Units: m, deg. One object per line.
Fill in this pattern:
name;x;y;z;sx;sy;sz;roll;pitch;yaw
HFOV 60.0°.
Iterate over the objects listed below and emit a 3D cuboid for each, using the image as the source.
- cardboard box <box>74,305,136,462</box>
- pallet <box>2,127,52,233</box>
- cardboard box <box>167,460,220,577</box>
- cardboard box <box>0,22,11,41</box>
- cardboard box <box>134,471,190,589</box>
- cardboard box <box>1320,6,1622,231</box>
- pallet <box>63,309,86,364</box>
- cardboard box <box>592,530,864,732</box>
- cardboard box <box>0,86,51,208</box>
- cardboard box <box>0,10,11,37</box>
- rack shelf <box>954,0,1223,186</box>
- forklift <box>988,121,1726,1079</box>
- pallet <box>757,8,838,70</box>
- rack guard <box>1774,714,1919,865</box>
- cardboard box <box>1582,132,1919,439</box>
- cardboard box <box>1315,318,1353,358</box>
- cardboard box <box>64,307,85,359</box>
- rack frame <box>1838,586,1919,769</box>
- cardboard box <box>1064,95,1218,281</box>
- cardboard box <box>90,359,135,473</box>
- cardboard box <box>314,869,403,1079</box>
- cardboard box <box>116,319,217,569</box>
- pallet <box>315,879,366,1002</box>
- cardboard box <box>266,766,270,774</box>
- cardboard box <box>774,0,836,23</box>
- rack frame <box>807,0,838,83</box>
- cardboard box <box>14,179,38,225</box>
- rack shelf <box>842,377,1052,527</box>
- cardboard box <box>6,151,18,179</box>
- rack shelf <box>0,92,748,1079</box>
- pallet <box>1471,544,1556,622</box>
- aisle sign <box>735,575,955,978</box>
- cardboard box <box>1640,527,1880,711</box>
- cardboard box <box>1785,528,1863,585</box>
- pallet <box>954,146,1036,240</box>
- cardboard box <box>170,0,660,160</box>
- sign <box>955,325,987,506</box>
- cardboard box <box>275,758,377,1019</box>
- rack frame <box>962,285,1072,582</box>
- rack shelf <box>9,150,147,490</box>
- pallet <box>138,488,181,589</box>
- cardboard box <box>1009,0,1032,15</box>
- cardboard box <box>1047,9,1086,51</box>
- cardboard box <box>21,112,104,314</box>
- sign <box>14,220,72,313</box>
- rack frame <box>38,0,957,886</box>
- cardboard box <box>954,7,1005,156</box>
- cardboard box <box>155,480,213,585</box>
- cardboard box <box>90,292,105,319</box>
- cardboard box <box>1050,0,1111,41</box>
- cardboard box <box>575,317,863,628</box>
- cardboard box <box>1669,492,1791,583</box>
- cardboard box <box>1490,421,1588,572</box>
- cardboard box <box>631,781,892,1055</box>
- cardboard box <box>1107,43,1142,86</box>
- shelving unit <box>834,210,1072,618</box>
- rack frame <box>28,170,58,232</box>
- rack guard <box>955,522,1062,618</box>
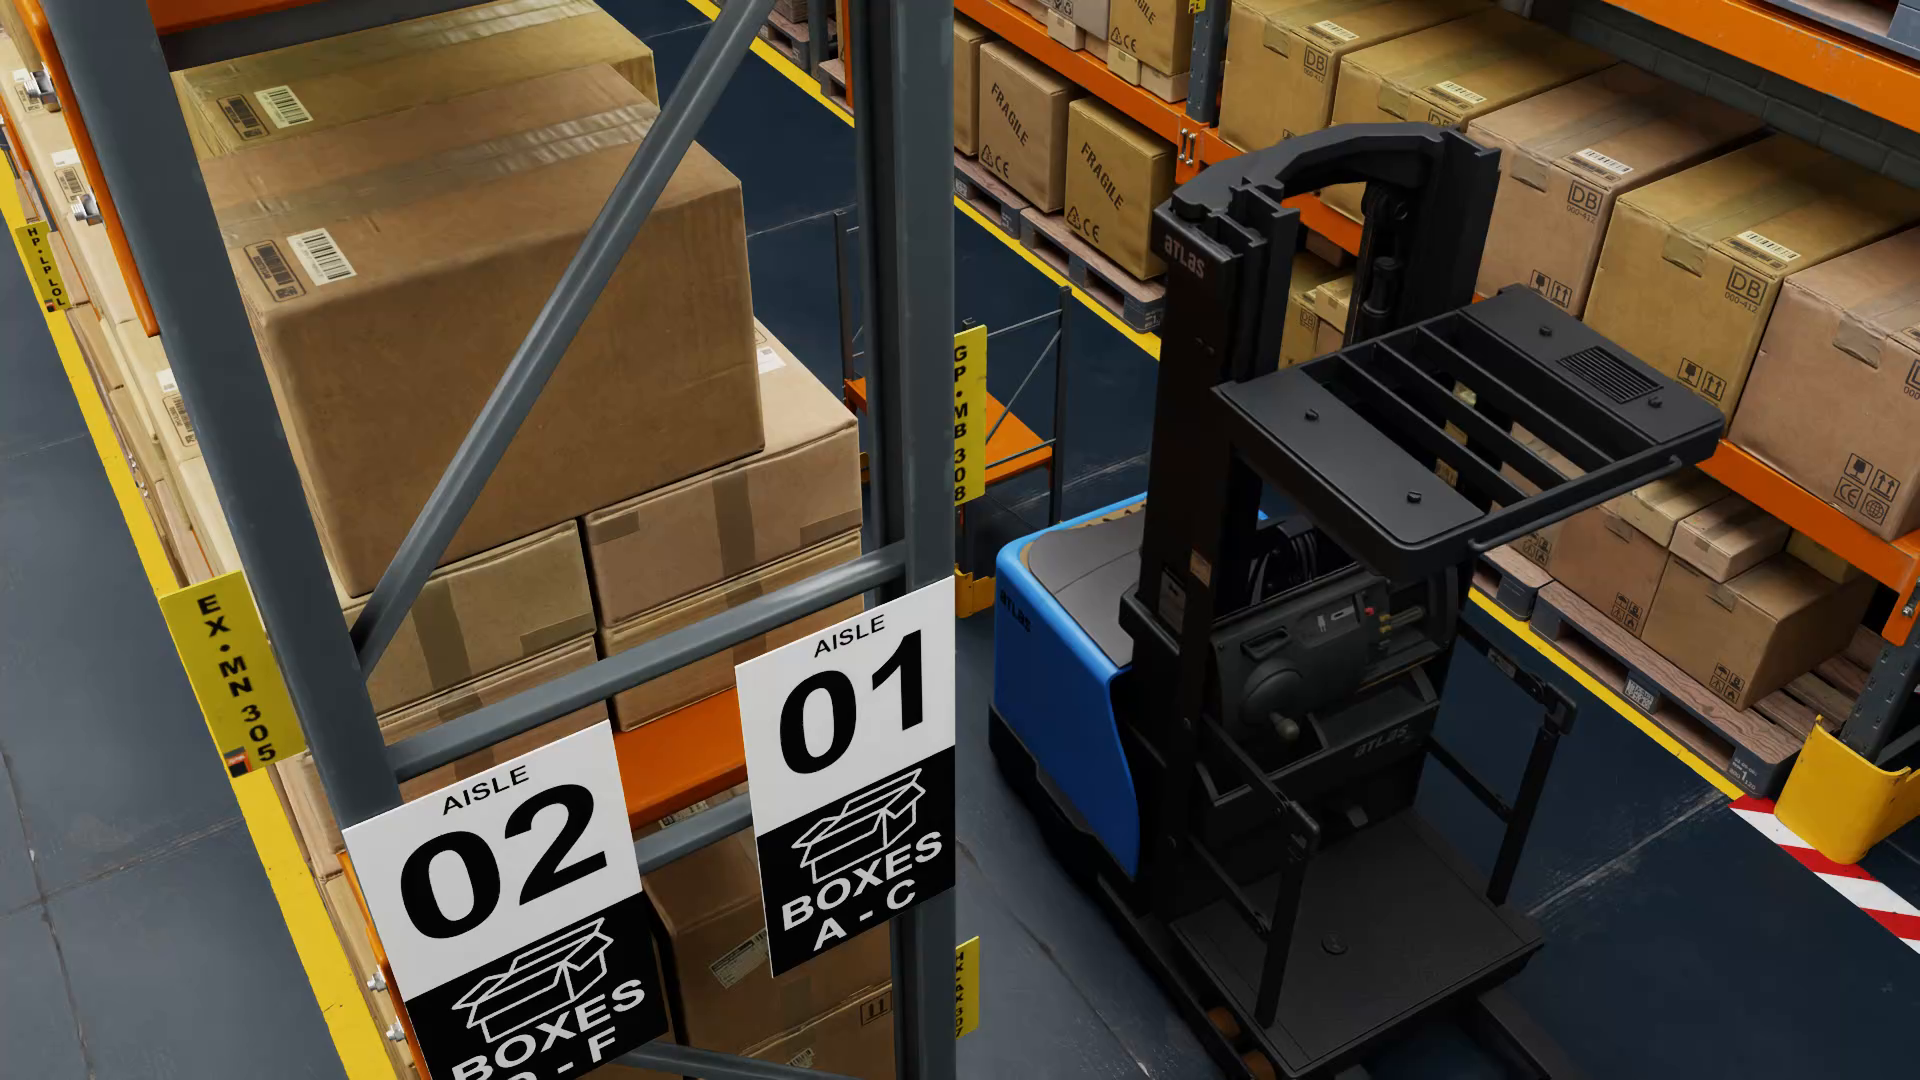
cardboard box;-2.317;-0.461;5.101;0.500;0.500;0.500;-24;45;-26
pallet;-3.712;-1.705;7.603;1.003;0.211;1.213;-22;45;-24
cardboard box;-1.218;-0.064;3.257;0.500;0.250;0.500;-22;45;-24
cardboard box;-2.288;-1.337;4.395;0.500;0.250;0.500;-22;45;-24
cardboard box;-3.118;-0.044;7.069;0.500;0.500;0.500;-22;45;-25
cardboard box;2.230;-1.796;7.328;0.980;0.700;0.700;-23;45;-25
pallet;-4.392;-1.339;9.193;1.003;0.211;1.213;-22;45;-24
cardboard box;-0.522;0.032;3.143;0.500;0.250;0.500;-22;45;-24
cardboard box;-2.293;-1.144;4.553;0.500;0.250;0.500;-22;45;-24
cardboard box;-2.168;-1.675;4.214;0.700;0.500;0.500;-22;45;-24
rack shelf;0.488;-3.178;9.783;1.077;0.370;4.000;-22;45;-24
forklift;1.274;0.393;4.989;1.130;2.935;3.031;-20;44;-22
pallet;-1.006;-3.885;12.247;1.003;0.211;1.213;-22;45;-24
rack guard;3.727;0.757;6.451;1.175;0.500;0.348;-22;45;-24
cardboard box;3.031;-0.992;6.363;0.980;0.700;0.700;-23;45;-25
cardboard box;2.147;-0.865;8.069;0.700;0.500;0.500;-23;45;-25
cardboard box;-4.206;-1.138;8.382;0.500;0.500;0.500;-23;45;-25
rack frame;3.715;-0.216;5.666;1.000;3.000;0.127;-22;45;-24
cardboard box;1.105;-2.016;9.178;0.750;0.750;0.750;-22;44;-24
cardboard box;-3.646;-0.585;7.717;0.500;0.500;0.500;-22;44;-24
cardboard box;-1.212;1.026;4.097;0.500;0.500;0.500;-22;45;-24
cardboard box;-1.220;-0.255;3.096;0.500;0.250;0.500;-22;45;-24
pallet;-1.582;1.434;5.865;1.003;0.211;1.213;-22;45;-24
cardboard box;-1.747;0.483;4.749;0.500;0.500;0.500;-23;45;-25
cardboard box;-1.018;-4.113;11.952;0.700;0.500;0.500;-22;44;-24
rack frame;-0.587;-4.534;10.848;1.000;3.000;0.127;-22;45;-24
cardboard box;-4.758;-1.691;9.046;0.500;0.500;0.500;-20;44;-23
rack shelf;-0.046;-0.484;7.440;0.538;0.185;1.000;-22;45;-24
cardboard box;-5.251;-2.345;9.603;0.500;0.311;0.500;-21;44;-23
rack shelf;-1.535;-0.464;4.183;1.077;0.370;4.000;-22;45;-24
pallet;2.567;-0.207;7.834;1.003;0.211;1.213;-22;45;-24
aisle sign;-0.176;0.428;2.862;0.394;0.787;0.004;-22;45;-24
cardboard box;3.254;0.240;6.744;0.700;0.500;0.500;-22;45;-24
cardboard box;3.490;-0.011;6.538;0.380;0.149;0.250;-22;45;-24
pallet;0.425;-2.353;10.409;1.003;0.211;1.213;-22;45;-24
cardboard box;-0.948;-0.654;2.990;0.700;0.500;0.500;-22;45;-24
sign;-0.003;-0.184;2.601;0.100;0.325;0.005;-22;45;-24
cardboard box;-1.204;0.651;3.767;0.500;0.500;0.500;-21;44;-23
rack frame;0.227;-0.348;6.996;0.500;1.500;0.032;-22;45;-24
rack shelf;-3.686;-1.471;7.734;1.077;0.370;4.000;-22;45;-24
pallet;-3.080;-0.022;7.612;1.003;0.211;1.213;-22;45;-24
cardboard box;0.497;-3.072;9.274;0.380;0.149;0.250;-23;45;-26
cardboard box;0.695;-2.777;8.920;0.380;0.149;0.250;-22;45;-24
cardboard box;-1.760;-0.794;3.743;0.500;0.250;0.500;-22;45;-24
sign;-3.077;-0.920;5.606;0.100;0.325;0.005;-22;45;-24
rack frame;-0.460;-0.813;1.697;1.000;3.000;0.127;-22;45;-24
cardboard box;0.163;-2.952;10.301;0.750;0.750;0.750;-22;45;-25
cardboard box;-1.762;0.095;4.433;0.500;0.500;0.500;-21;44;-23
cardboard box;-1.753;-0.604;3.906;0.500;0.250;0.500;-22;45;-24
cardboard box;0.820;-2.970;8.644;0.500;0.500;0.500;-22;45;-24
cardboard box;-0.517;-0.162;2.985;0.500;0.250;0.500;-22;45;-24
cardboard box;3.031;-0.016;6.544;0.380;0.149;0.250;-23;45;-25
cardboard box;2.714;-0.302;7.393;0.700;0.500;0.500;-24;45;-26
cardboard box;-0.476;0.738;3.661;0.500;0.500;0.500;-21;44;-23
cardboard box;0.988;-2.499;8.587;0.380;0.149;0.250;-21;44;-24
shelving unit;-0.041;-0.617;7.319;0.587;1.500;1.083;-22;45;-24
rack frame;-2.611;-0.668;6.208;1.000;3.000;0.127;-22;45;-24
rack guard;0.227;0.132;7.397;0.587;0.250;0.087;-22;45;-24
